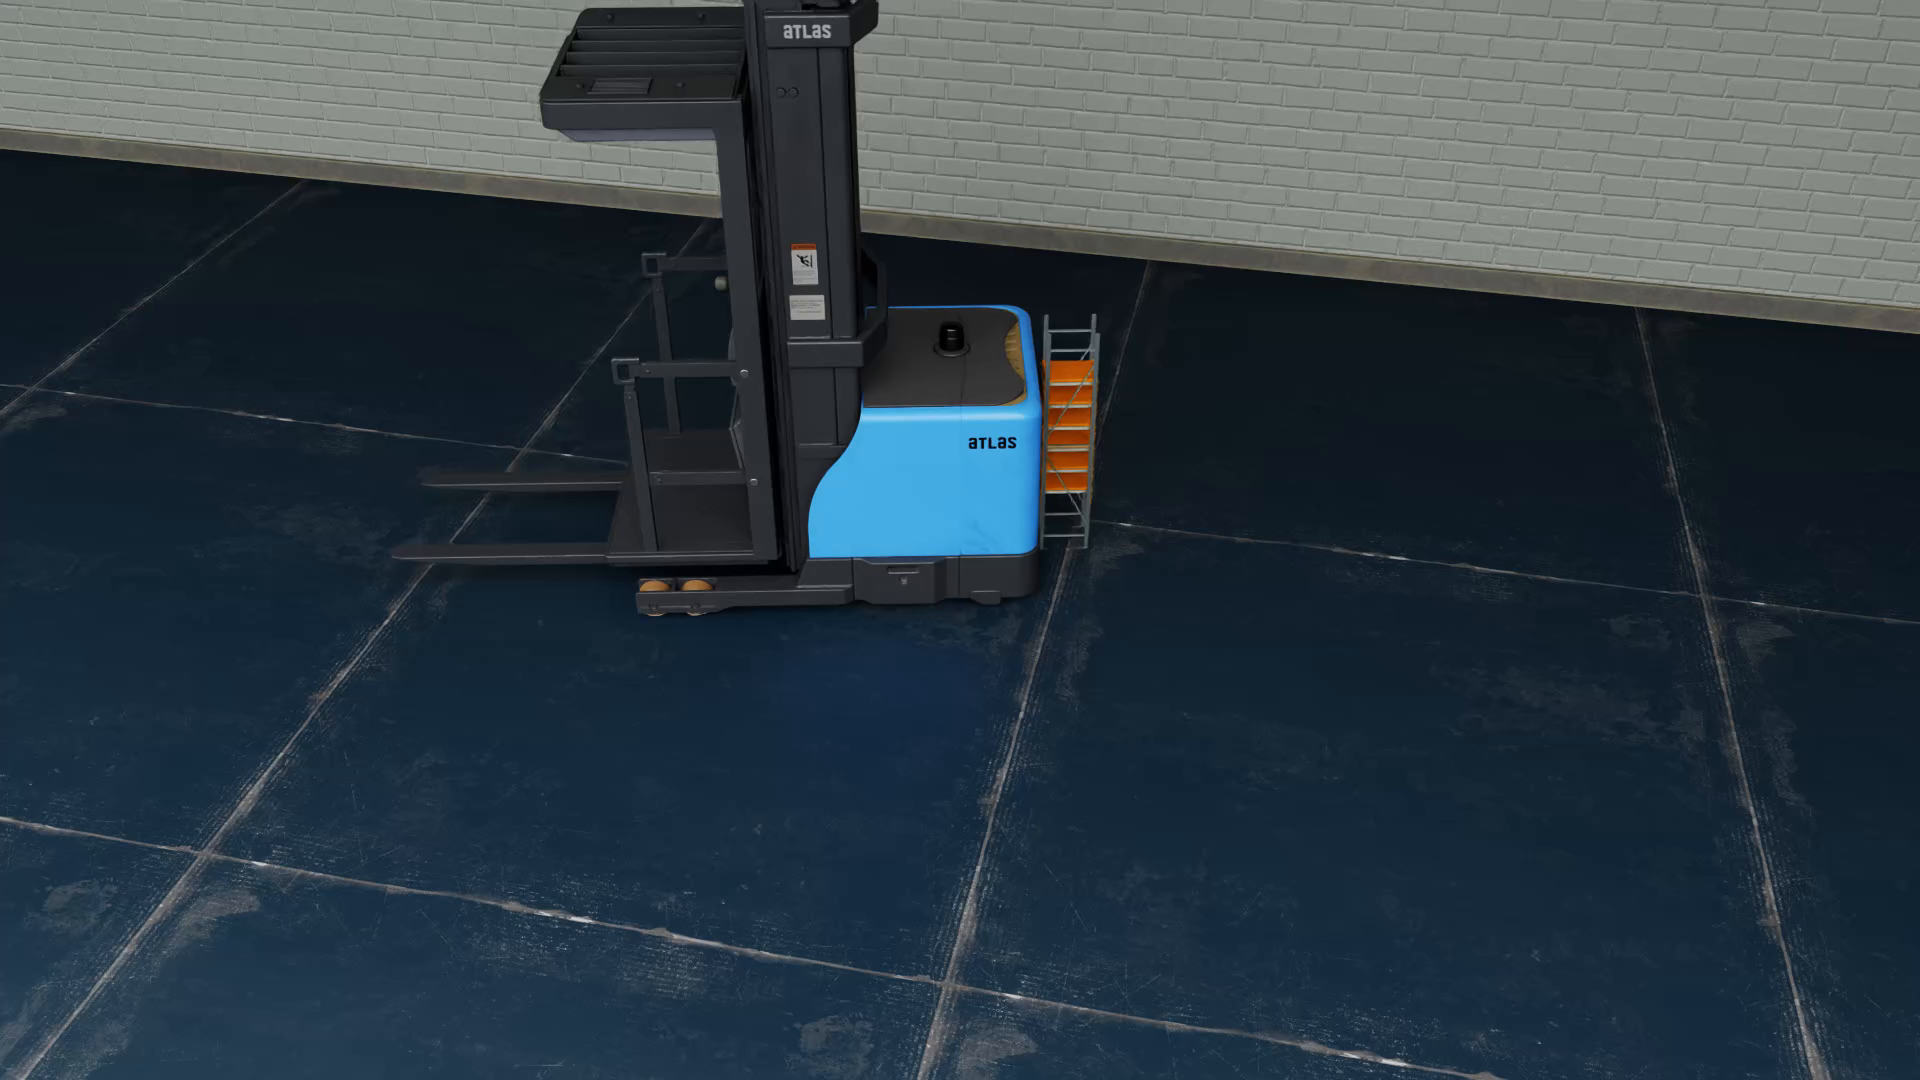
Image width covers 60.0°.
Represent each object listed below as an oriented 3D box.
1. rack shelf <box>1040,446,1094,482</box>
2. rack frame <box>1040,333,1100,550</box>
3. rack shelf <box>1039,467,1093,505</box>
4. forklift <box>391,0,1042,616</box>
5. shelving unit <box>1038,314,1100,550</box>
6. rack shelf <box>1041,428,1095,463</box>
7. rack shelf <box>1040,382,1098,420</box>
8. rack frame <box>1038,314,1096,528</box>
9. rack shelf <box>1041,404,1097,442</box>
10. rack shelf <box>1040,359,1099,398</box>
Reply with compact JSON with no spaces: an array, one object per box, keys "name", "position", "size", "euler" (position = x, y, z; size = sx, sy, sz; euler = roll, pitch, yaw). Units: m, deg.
[{"name":"rack shelf","position":[0.507,-0.362,8.007],"size":[0.258,0.103,0.180],"euler":[-1,36,-1]},{"name":"rack frame","position":[0.510,-0.442,7.837],"size":[0.240,1.200,0.006],"euler":[-1,36,-1]},{"name":"rack shelf","position":[0.507,-0.265,8.078],"size":[0.258,0.103,0.180],"euler":[-1,36,-1]},{"name":"forklift","position":[-1.154,-1.147,7.335],"size":[3.031,2.935,1.130],"euler":[-1,36,-1]},{"name":"shelving unit","position":[0.508,-0.495,7.911],"size":[0.258,1.200,0.189],"euler":[-1,36,-1]},{"name":"rack shelf","position":[0.508,-0.460,7.937],"size":[0.258,0.103,0.180],"euler":[-1,36,-1]},{"name":"rack shelf","position":[0.508,-0.654,7.796],"size":[0.258,0.103,0.180],"euler":[-1,36,-1]},{"name":"rack frame","position":[0.505,-0.549,7.985],"size":[0.240,1.200,0.006],"euler":[-1,36,-1]},{"name":"rack shelf","position":[0.508,-0.557,7.867],"size":[0.258,0.103,0.180],"euler":[-1,36,-1]},{"name":"rack shelf","position":[0.508,-0.751,7.726],"size":[0.258,0.103,0.180],"euler":[-1,36,-1]}]
